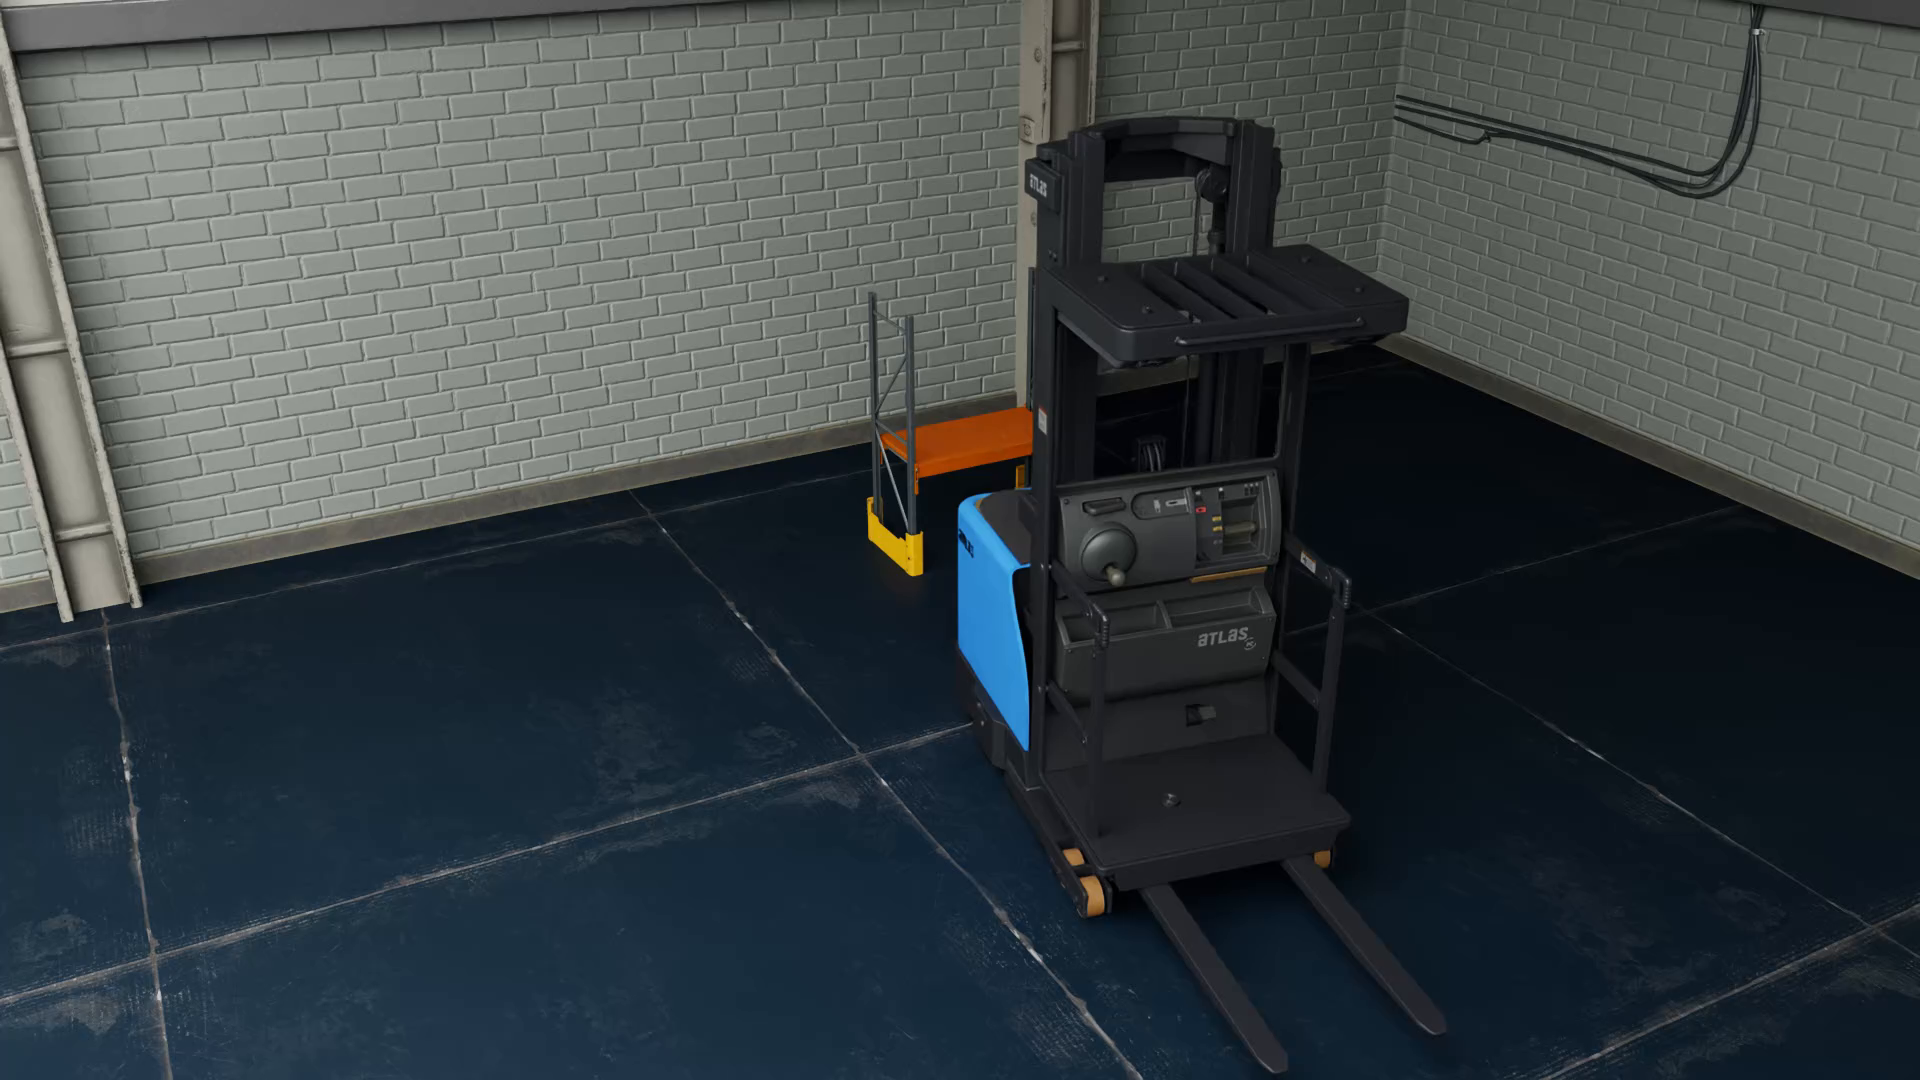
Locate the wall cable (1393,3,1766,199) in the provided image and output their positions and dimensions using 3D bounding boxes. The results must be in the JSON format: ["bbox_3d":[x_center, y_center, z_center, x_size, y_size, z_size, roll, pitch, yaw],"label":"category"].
[{"bbox_3d":[3.848,-3.634,10.509,0.112,2.526,3.097,-13,29,-25],"label":"wall cable"}]

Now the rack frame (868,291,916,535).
[{"bbox_3d":[-0.373,-0.590,9.246,0.032,1.500,0.500,-13,29,-25],"label":"rack frame"}]

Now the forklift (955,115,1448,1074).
[{"bbox_3d":[0.905,-0.013,6.391,1.130,2.935,3.031,-8,27,-16],"label":"forklift"}]

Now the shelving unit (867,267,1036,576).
[{"bbox_3d":[0.067,-0.692,9.458,1.083,1.500,0.587,-13,29,-25],"label":"shelving unit"}]

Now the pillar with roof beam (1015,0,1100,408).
[{"bbox_3d":[2.652,-3.295,6.215,0.400,9.000,9.100,-13,29,-25],"label":"pillar with roof beam"}]

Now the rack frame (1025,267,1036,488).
[{"bbox_3d":[0.524,-0.797,9.677,0.032,1.500,0.500,-13,29,-25],"label":"rack frame"}]

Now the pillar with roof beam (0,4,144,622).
[{"bbox_3d":[-2.642,-2.072,3.670,0.400,9.000,9.100,-13,29,-25],"label":"pillar with roof beam"}]

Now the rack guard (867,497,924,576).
[{"bbox_3d":[-0.372,-0.027,9.517,0.087,0.250,0.587,-13,29,-25],"label":"rack guard"}]

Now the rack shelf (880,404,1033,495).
[{"bbox_3d":[0.075,-0.531,9.539,1.000,0.185,0.538,-13,29,-25],"label":"rack shelf"}]

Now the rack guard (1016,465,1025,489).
[{"bbox_3d":[0.507,-0.230,9.939,0.087,0.250,0.587,-13,29,-25],"label":"rack guard"}]
